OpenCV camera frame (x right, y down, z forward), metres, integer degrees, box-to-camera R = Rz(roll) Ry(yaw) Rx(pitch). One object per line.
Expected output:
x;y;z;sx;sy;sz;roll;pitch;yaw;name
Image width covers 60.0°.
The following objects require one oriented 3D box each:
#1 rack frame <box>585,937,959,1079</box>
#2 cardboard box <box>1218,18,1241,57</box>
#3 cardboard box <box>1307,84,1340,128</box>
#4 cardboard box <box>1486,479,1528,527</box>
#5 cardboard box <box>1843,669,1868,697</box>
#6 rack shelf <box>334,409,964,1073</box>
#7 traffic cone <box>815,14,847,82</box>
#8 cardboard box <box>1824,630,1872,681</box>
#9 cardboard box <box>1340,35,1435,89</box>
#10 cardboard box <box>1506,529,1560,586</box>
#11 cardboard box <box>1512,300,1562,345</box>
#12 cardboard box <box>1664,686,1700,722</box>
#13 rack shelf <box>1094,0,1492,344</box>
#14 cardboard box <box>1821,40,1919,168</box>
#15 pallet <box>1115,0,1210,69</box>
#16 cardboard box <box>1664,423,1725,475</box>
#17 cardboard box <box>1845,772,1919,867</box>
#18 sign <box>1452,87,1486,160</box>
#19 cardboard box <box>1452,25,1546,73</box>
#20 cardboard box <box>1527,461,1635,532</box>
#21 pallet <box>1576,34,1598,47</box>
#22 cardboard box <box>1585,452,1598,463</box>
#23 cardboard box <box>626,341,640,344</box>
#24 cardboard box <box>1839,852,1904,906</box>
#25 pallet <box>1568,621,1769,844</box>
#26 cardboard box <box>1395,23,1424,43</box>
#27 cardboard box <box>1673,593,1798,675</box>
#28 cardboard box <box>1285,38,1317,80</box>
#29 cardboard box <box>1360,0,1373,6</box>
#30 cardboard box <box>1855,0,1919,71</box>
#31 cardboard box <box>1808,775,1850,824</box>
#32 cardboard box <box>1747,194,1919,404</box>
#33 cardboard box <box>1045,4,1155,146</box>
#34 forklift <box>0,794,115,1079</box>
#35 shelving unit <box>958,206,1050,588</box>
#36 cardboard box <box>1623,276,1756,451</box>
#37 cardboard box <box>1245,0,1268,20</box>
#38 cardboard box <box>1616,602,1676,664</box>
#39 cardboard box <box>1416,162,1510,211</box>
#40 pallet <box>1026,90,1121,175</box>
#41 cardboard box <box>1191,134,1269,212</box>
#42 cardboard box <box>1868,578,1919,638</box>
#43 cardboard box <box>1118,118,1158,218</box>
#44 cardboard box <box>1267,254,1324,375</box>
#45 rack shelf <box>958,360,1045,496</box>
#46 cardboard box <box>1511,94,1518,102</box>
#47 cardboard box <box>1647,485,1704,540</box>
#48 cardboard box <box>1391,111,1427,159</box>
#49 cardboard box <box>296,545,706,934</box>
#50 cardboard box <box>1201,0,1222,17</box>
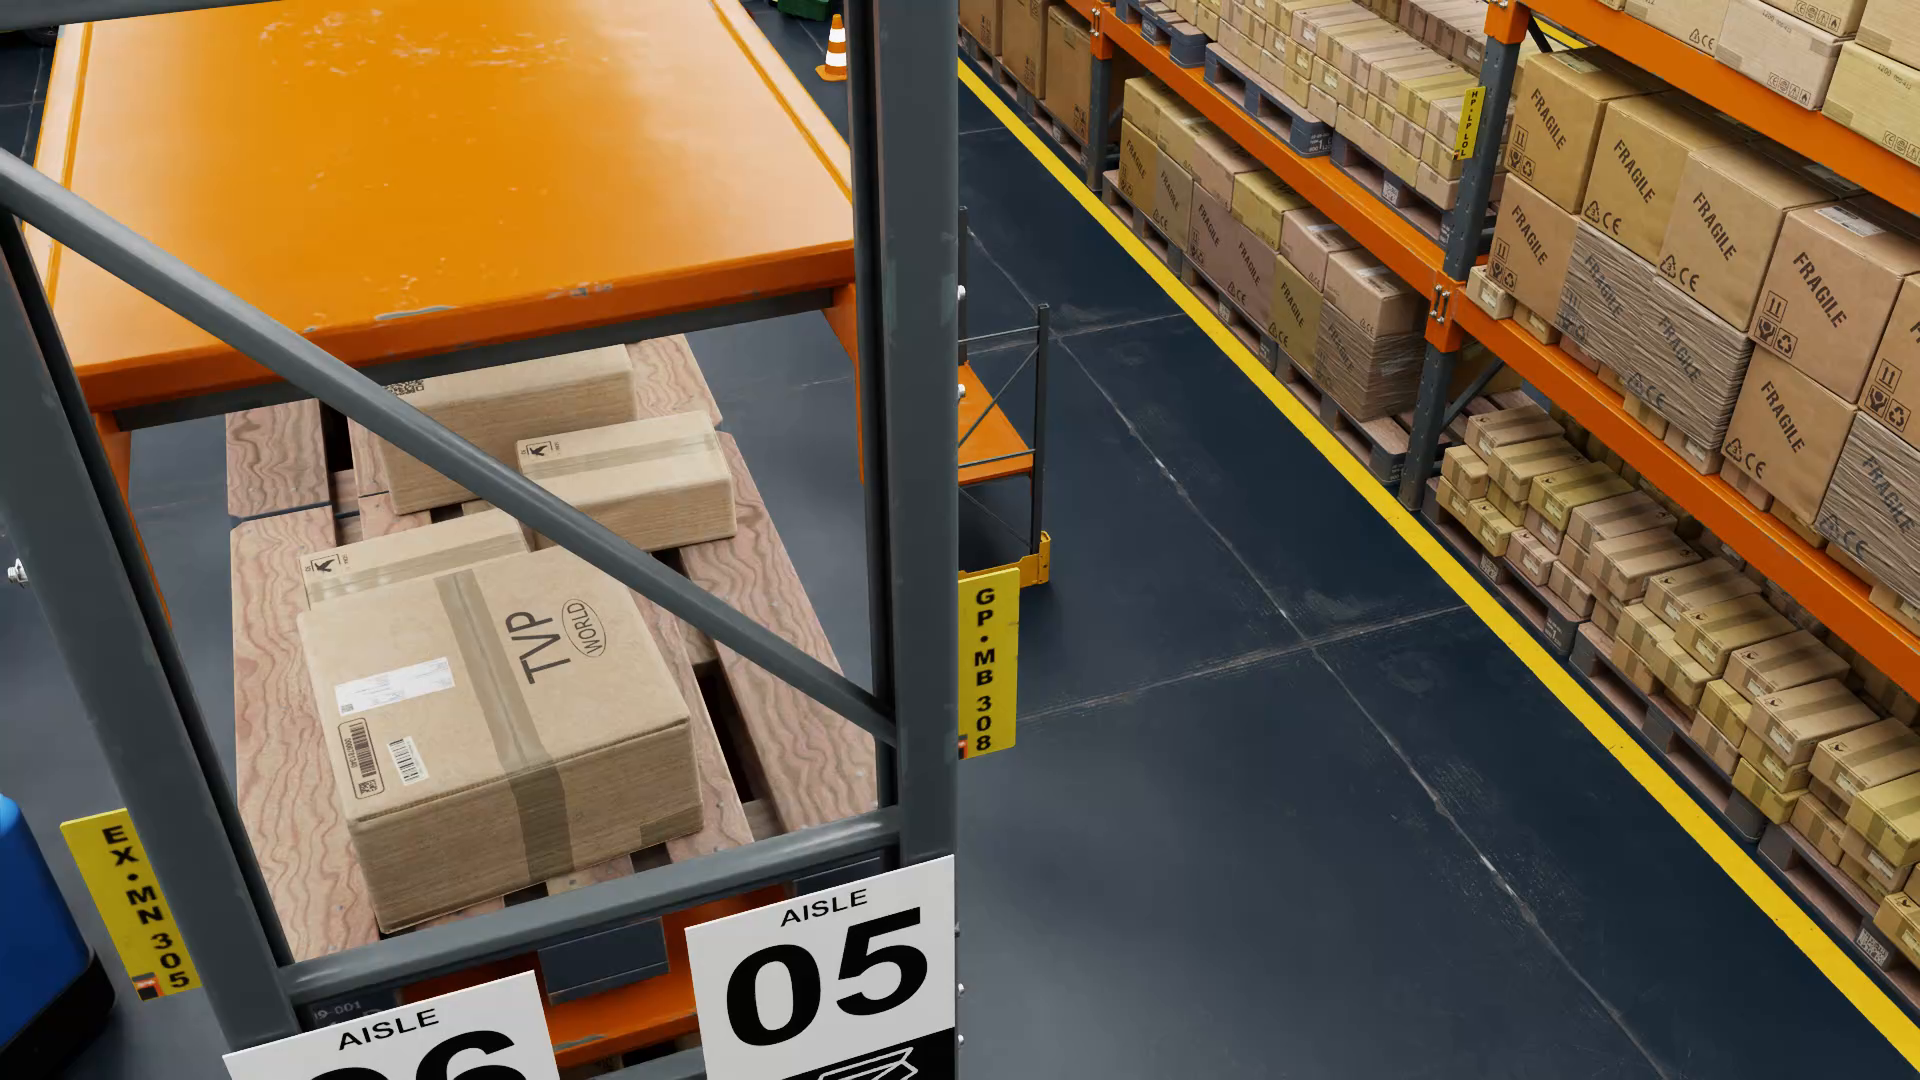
-0.491;1.868;3.338;1.000;3.000;0.127;-12;39;-16;rack frame
1.707;-2.900;9.527;0.380;0.149;0.250;-11;38;-14;cardboard box
2.062;-2.310;8.744;0.380;0.149;0.250;-14;39;-18;cardboard box
2.741;-0.226;7.891;0.380;0.149;0.250;-12;39;-16;cardboard box
3.675;0.560;6.847;0.380;0.149;0.250;-11;38;-14;cardboard box
-1.179;-0.173;4.151;1.077;0.370;4.000;-12;39;-16;rack shelf
-0.964;-3.910;13.116;0.336;0.463;0.334;-12;39;-16;traffic cone
3.789;0.414;6.794;0.380;0.149;0.250;-12;39;-15;cardboard box
2.153;-2.411;8.384;0.380;0.149;0.250;-13;39;-16;cardboard box
2.795;0.049;7.772;0.380;0.149;0.250;-13;39;-16;cardboard box
2.694;-1.015;7.374;0.380;0.149;0.250;-11;38;-15;cardboard box
3.216;0.627;7.006;0.380;0.149;0.250;-11;38;-15;cardboard box
2.057;-2.316;9.490;1.077;0.370;4.000;-12;39;-16;rack shelf
3.175;-1.420;5.335;0.500;0.250;0.500;-11;38;-14;cardboard box
1.714;-3.276;10.326;1.213;0.211;1.003;-12;39;-16;pallet
3.034;-0.412;6.573;0.380;0.149;0.250;-11;38;-14;cardboard box
3.461;0.999;6.017;0.380;0.149;0.250;-13;39;-17;cardboard box
2.226;-1.819;7.270;0.100;0.325;0.005;-12;39;-16;sign
2.771;-2.540;8.554;0.380;0.149;0.250;-13;39;-17;cardboard box
2.842;-0.202;7.612;0.380;0.149;0.250;-13;39;-17;cardboard box
5.793;-4.031;13.487;1.003;0.211;1.213;-12;39;-16;pallet
3.257;-0.359;8.067;0.380;0.149;0.250;-14;39;-18;cardboard box
-1.044;-0.748;3.802;0.500;0.500;0.500;-12;39;-15;cardboard box
3.551;1.211;6.230;0.380;0.149;0.250;-13;39;-16;cardboard box
3.433;0.702;7.202;1.003;0.211;1.213;-12;39;-16;pallet
2.586;-2.718;9.038;0.380;0.149;0.250;-13;39;-17;cardboard box
3.183;0.385;6.832;0.380;0.149;0.250;-12;39;-16;cardboard box
1.966;-2.588;8.865;0.380;0.149;0.250;-12;39;-16;cardboard box
2.411;-3.126;9.332;0.380;0.149;0.250;-11;38;-14;cardboard box
3.211;-1.626;5.191;0.500;0.250;0.500;-14;39;-18;cardboard box
3.496;0.933;6.352;0.380;0.149;0.250;-13;39;-16;cardboard box
3.184;-0.856;5.792;0.500;0.500;0.500;-14;39;-18;cardboard box
1.244;-3.365;11.806;1.050;0.750;0.750;-13;39;-17;cardboard box
-4.606;0.455;5.271;3.031;2.935;1.130;15;39;18;forklift
-0.026;-0.642;7.916;0.587;1.500;1.083;-12;39;-16;shelving unit
2.996;-0.731;6.457;0.500;0.500;0.500;-13;39;-17;cardboard box
1.800;-2.995;9.159;0.380;0.149;0.250;-11;38;-15;cardboard box
3.049;0.373;7.095;0.380;0.149;0.250;-13;39;-16;cardboard box
2.423;-1.724;7.966;0.380;0.149;0.250;-13;39;-17;cardboard box
1.168;-3.081;12.225;1.003;0.211;1.213;-12;39;-16;pallet
1.712;-2.194;9.835;0.500;0.250;0.500;-12;39;-16;cardboard box
3.421;0.179;5.788;0.380;0.149;0.250;-14;39;-18;cardboard box
1.373;-2.450;10.799;0.500;0.500;0.500;-14;39;-18;cardboard box
2.078;-1.299;9.270;0.500;0.500;0.500;-13;39;-17;cardboard box
-0.029;-0.504;8.031;0.538;0.185;1.000;-12;39;-16;rack shelf
2.951;-2.124;8.249;0.380;0.149;0.250;-13;39;-17;cardboard box
3.346;-0.155;7.549;0.380;0.149;0.250;-11;38;-14;cardboard box
2.331;-1.992;8.075;0.380;0.149;0.250;-12;39;-16;cardboard box
-0.730;0.286;2.637;0.500;0.250;0.500;-16;40;-20;cardboard box
1.624;-3.160;9.625;0.380;0.149;0.250;-12;39;-16;cardboard box
